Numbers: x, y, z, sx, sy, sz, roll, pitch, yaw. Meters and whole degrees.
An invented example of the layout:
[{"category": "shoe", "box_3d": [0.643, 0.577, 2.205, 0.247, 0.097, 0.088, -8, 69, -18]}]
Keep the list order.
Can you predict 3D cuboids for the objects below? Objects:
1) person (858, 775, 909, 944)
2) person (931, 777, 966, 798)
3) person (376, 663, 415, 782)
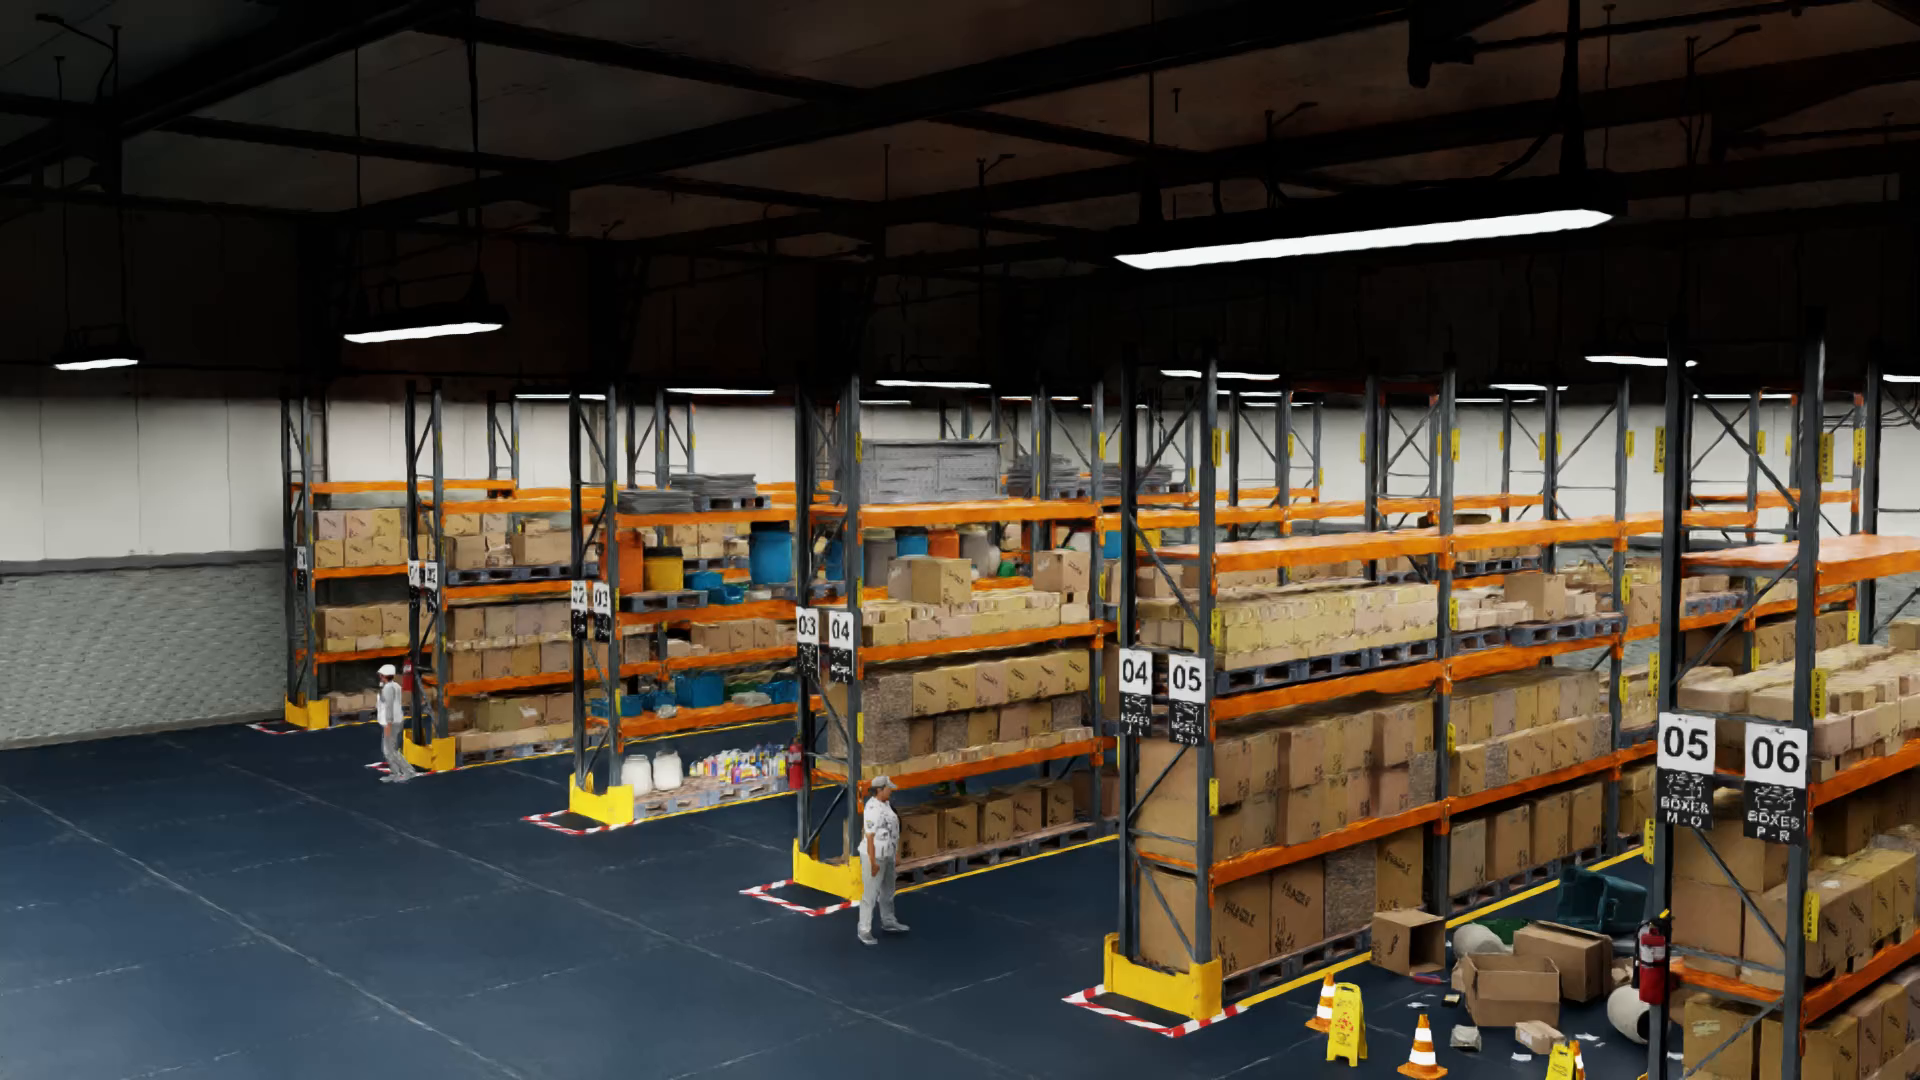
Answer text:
[{"category": "person", "box_3d": [-0.803, 3.234, 16.996, 0.463, 1.673, 0.578, 1, 4, 18]}, {"category": "person", "box_3d": [-0.197, 2.801, 23.504, 0.551, 1.742, 0.677, -4, 5, -44]}, {"category": "person", "box_3d": [-8.365, 2.712, 24.662, 0.568, 1.762, 0.574, 0, 4, -7]}]
